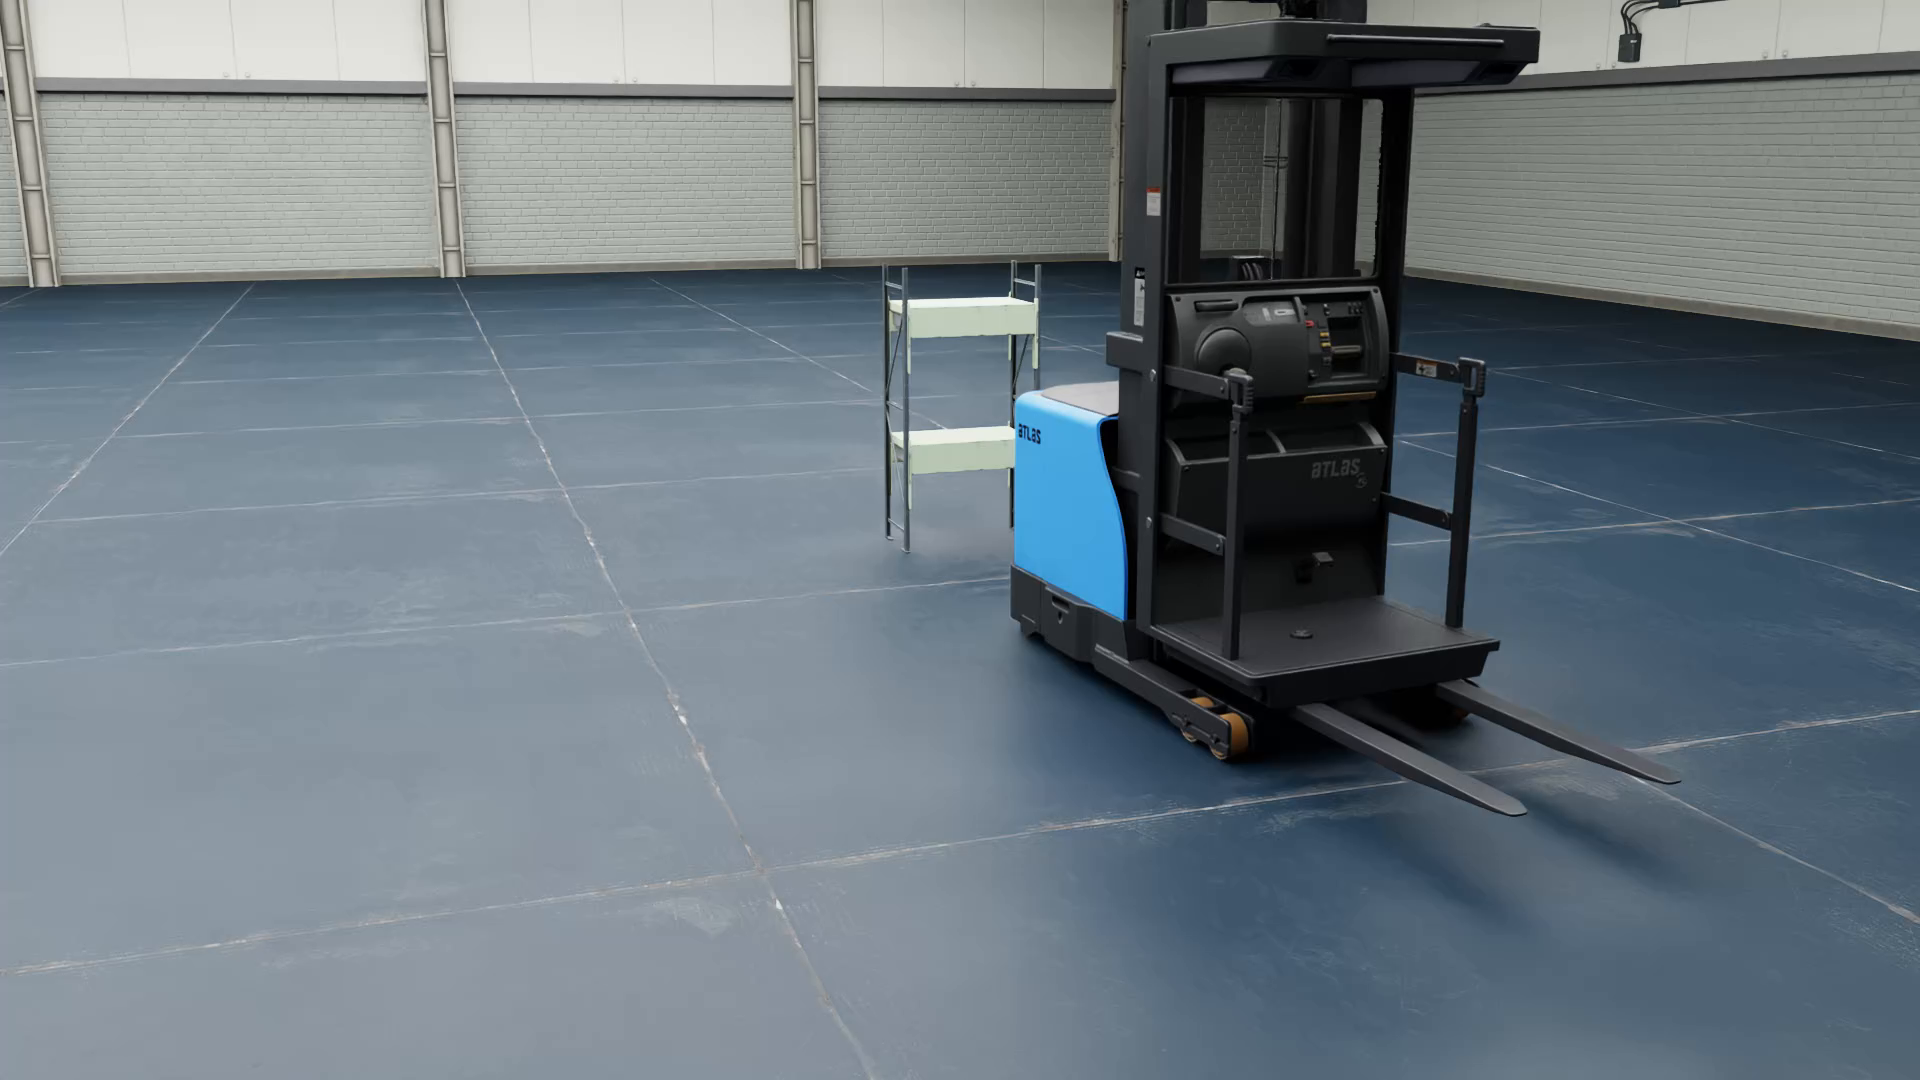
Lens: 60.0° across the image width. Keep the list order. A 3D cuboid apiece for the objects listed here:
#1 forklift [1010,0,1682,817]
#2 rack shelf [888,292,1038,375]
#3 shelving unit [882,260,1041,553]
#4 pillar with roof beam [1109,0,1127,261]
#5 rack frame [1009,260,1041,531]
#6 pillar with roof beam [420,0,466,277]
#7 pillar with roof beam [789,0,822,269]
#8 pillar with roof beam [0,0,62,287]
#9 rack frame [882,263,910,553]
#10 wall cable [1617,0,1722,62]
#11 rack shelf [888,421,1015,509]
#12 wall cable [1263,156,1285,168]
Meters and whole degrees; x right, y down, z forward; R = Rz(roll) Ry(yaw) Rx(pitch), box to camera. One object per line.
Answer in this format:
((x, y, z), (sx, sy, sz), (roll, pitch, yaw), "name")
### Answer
((1.288, -0.761, 6.010), (1.130, 2.935, 3.031), (-6, 15, -23), "forklift")
((0.006, -1.110, 8.881), (0.720, 0.370, 0.431), (-4, 14, -18), "rack shelf")
((0.006, -0.730, 8.971), (0.755, 1.500, 0.431), (-4, 14, -18), "shelving unit")
((4.393, -8.663, 26.117), (0.400, 9.000, 9.100), (-4, 14, -18), "pillar with roof beam")
((0.353, -0.757, 9.085), (0.023, 1.500, 0.400), (-4, 14, -18), "rack frame")
((-6.981, -7.777, 22.393), (0.400, 9.000, 9.100), (-4, 14, -18), "pillar with roof beam")
((-1.294, -8.220, 24.255), (0.400, 9.000, 9.100), (-4, 14, -18), "pillar with roof beam")
((-12.667, -7.335, 20.532), (0.400, 9.000, 9.100), (-4, 14, -18), "pillar with roof beam")
((-0.341, -0.703, 8.858), (0.023, 1.500, 0.400), (-4, 14, -18), "rack frame")
((9.246, -9.106, 20.629), (0.169, 6.003, 2.305), (-4, 14, -18), "wall cable")
((0.006, -0.413, 9.047), (0.720, 0.370, 0.431), (-4, 14, -18), "rack shelf")
((6.233, -8.024, 30.140), (0.112, 2.526, 3.097), (-4, 14, -18), "wall cable")
